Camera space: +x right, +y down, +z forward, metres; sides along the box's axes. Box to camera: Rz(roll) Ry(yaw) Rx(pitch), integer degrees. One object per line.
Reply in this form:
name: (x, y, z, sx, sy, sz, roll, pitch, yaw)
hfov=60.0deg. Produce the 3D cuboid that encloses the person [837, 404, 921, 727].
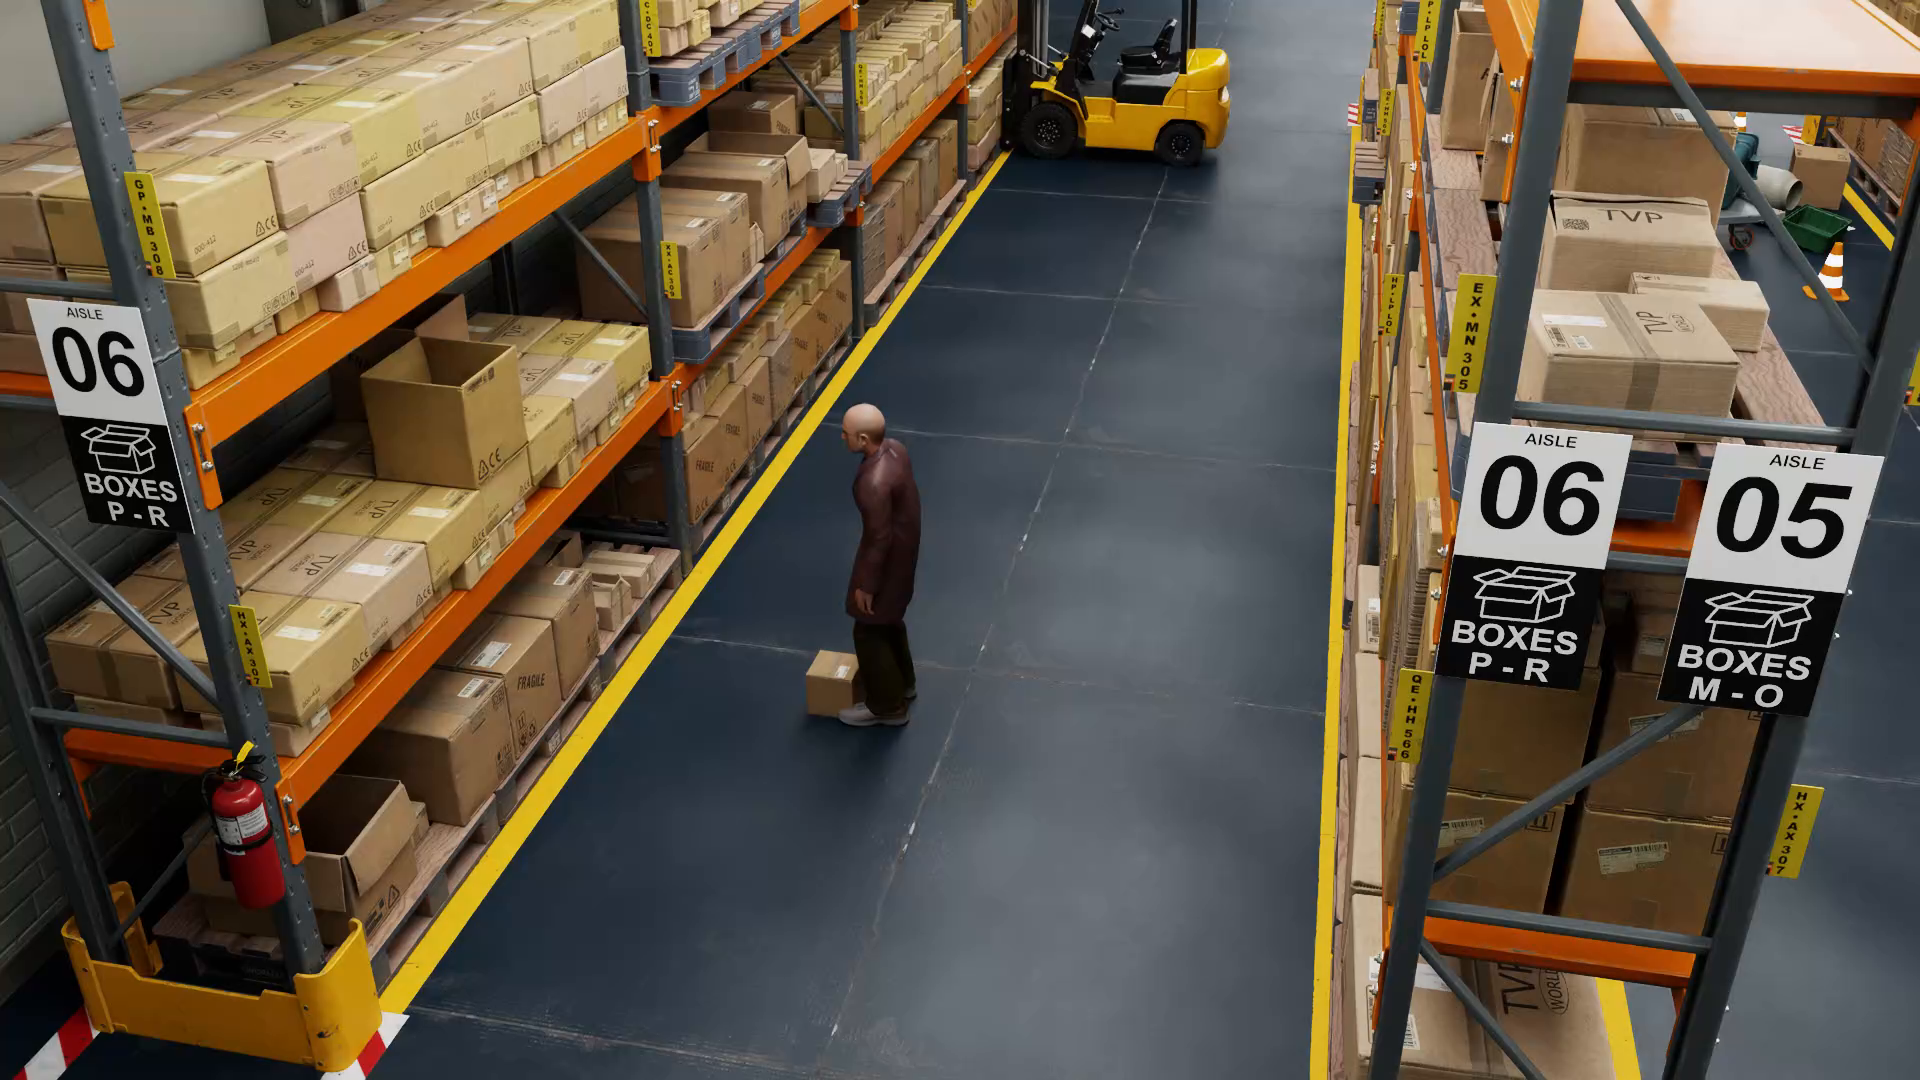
person: (-0.411, 0.138, 8.421, 0.429, 1.739, 0.645, 4, 29, 8)
